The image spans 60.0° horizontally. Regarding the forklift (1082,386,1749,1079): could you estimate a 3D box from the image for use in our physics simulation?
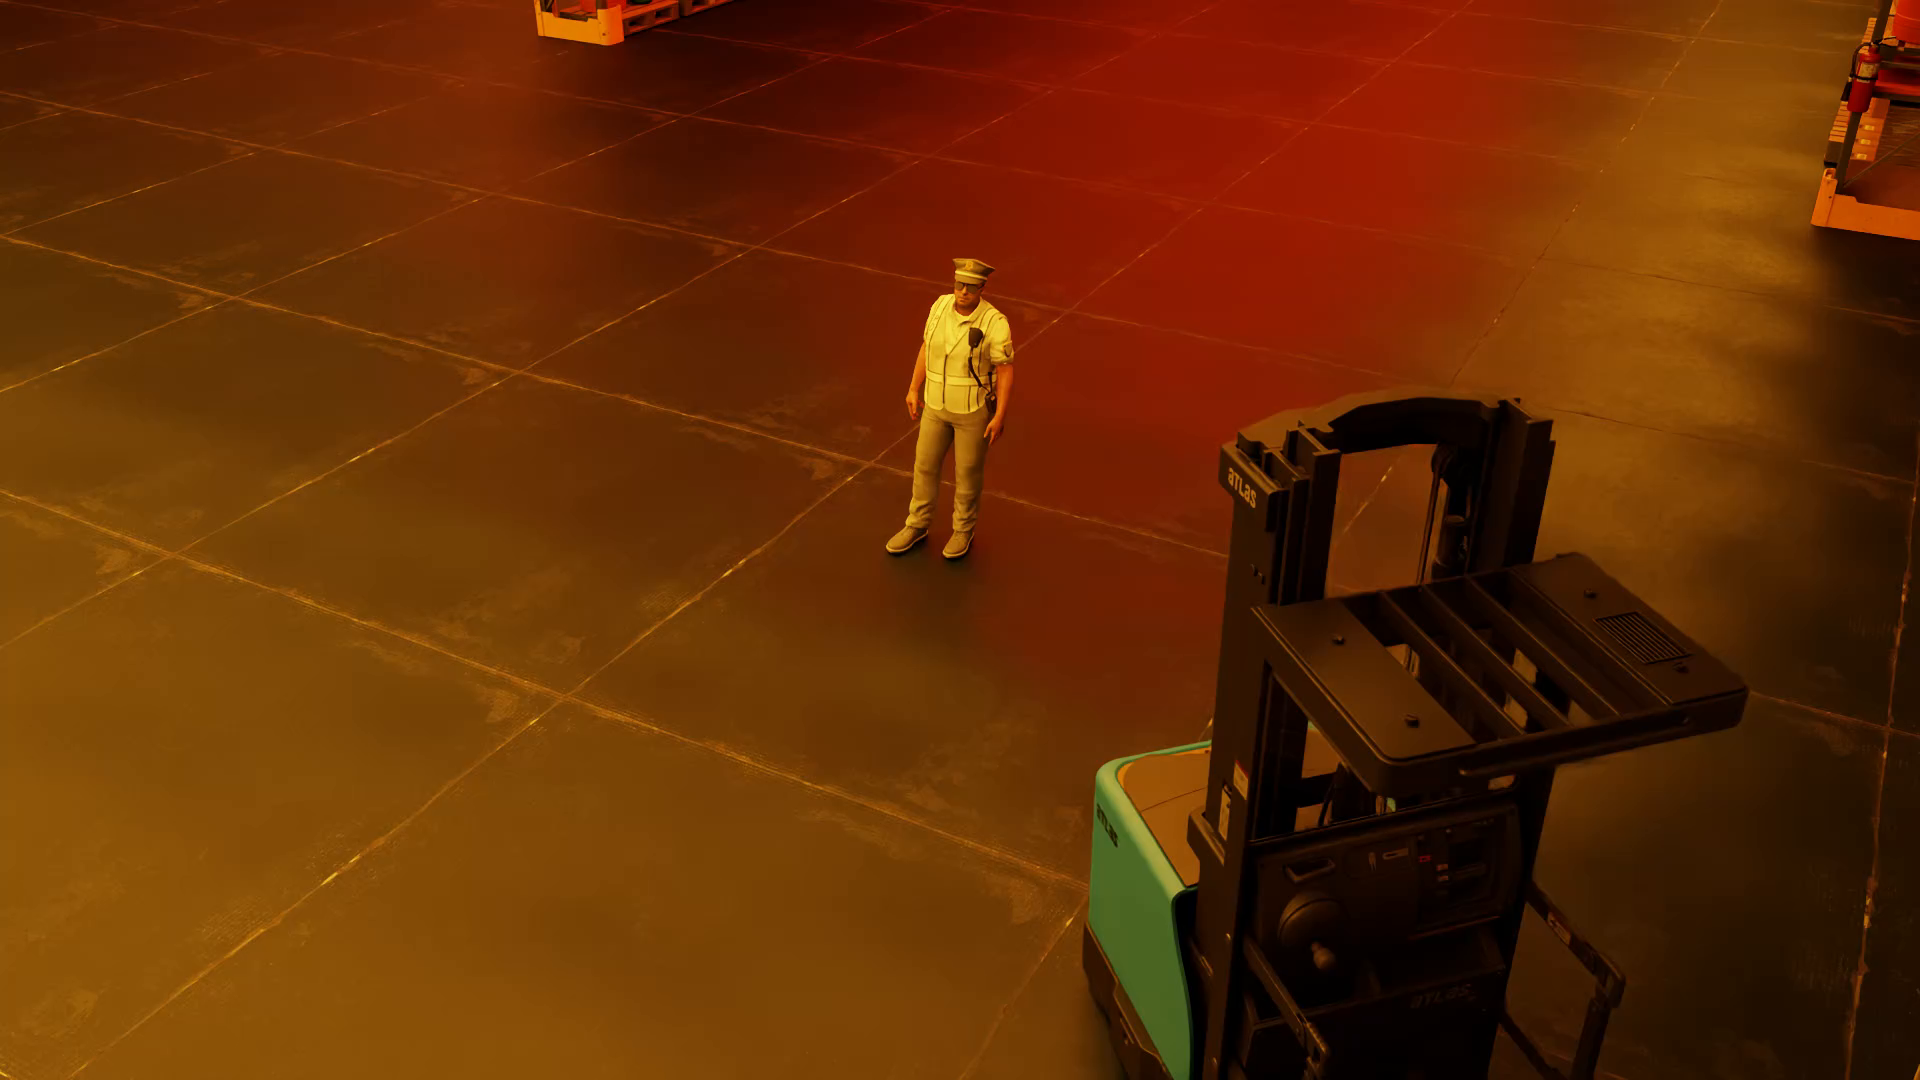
[{"bbox_3d":[1.428,1.143,5.090,1.130,2.935,3.031,-9,31,-15],"label":"forklift"}]

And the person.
[{"bbox_3d":[-0.048,-0.746,9.499,0.641,1.779,0.574,15,33,25],"label":"person"}]
